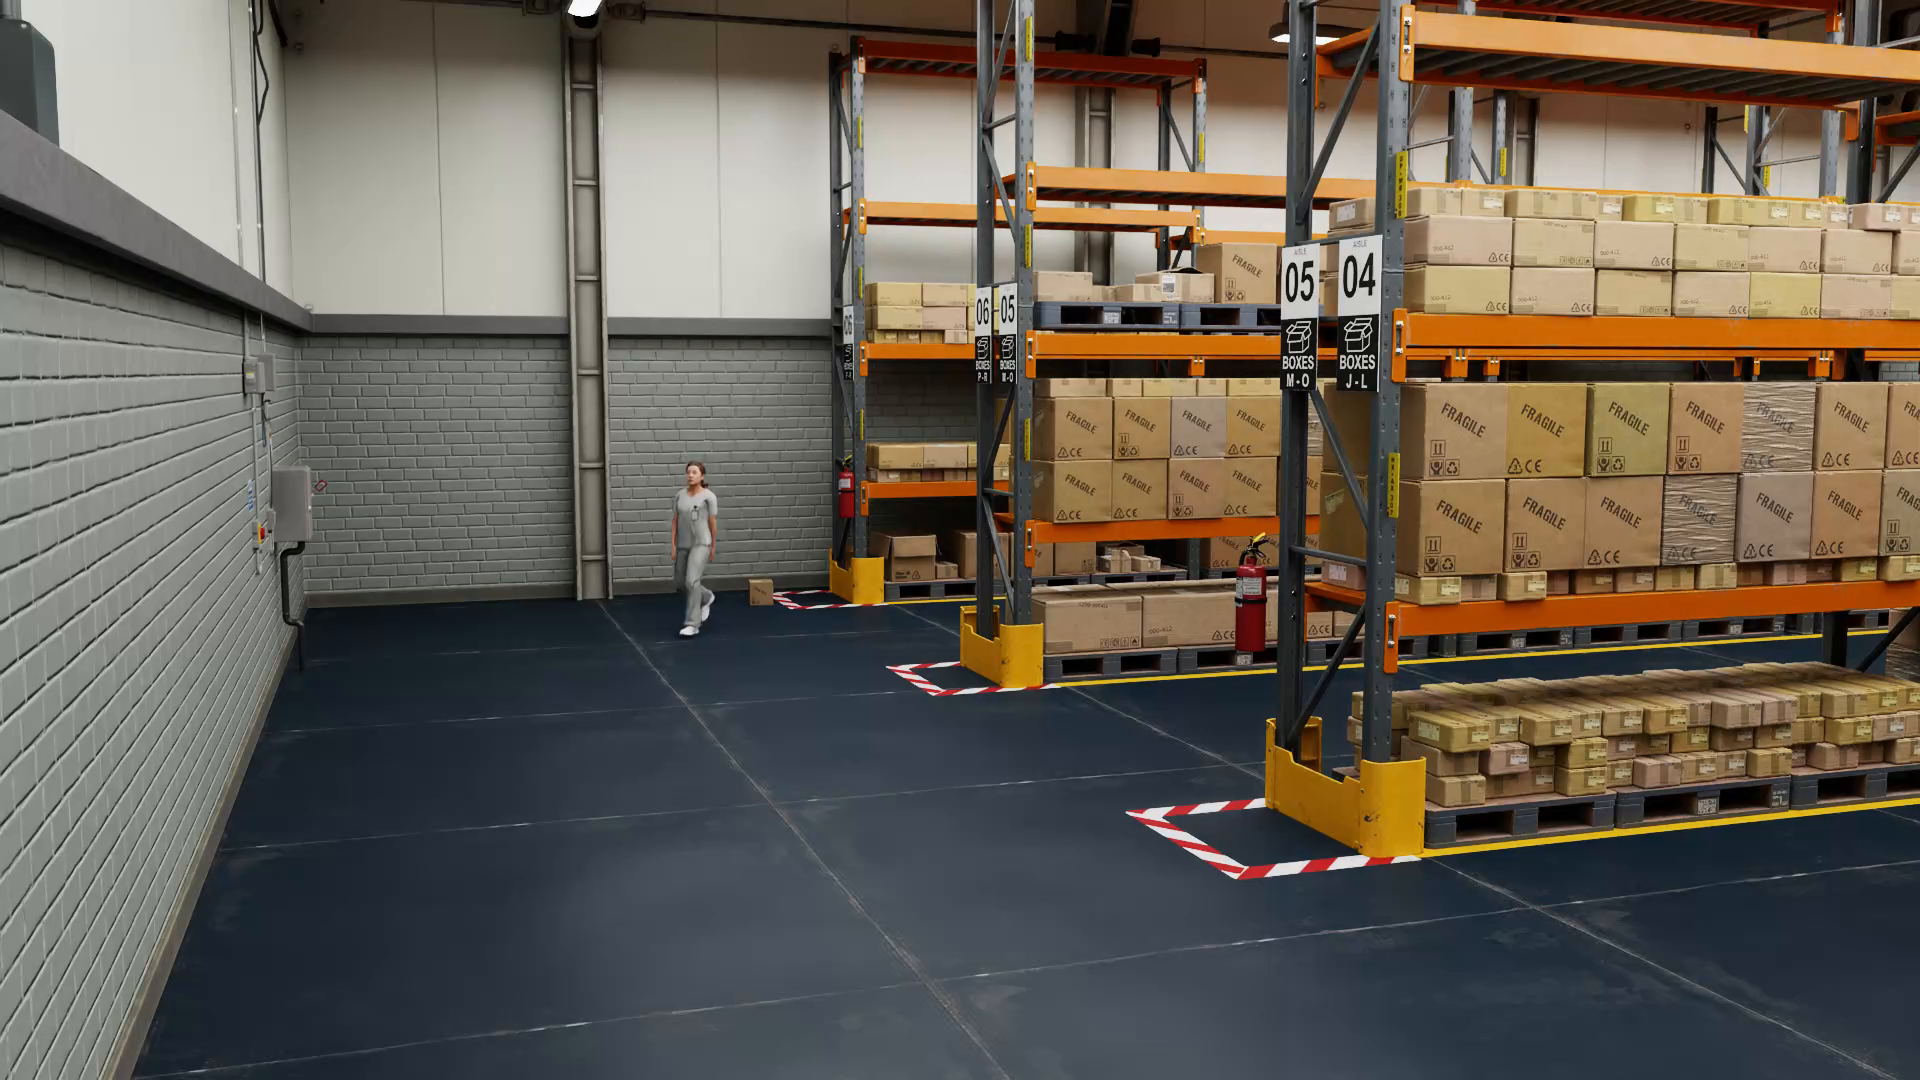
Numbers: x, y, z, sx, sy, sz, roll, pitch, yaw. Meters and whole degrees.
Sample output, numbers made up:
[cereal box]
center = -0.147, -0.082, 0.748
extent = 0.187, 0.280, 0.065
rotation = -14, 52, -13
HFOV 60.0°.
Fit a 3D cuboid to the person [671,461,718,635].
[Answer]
[person]
center = -2.527, 0.057, 15.910
extent = 0.434, 1.635, 0.820
rotation = 2, 6, 20
